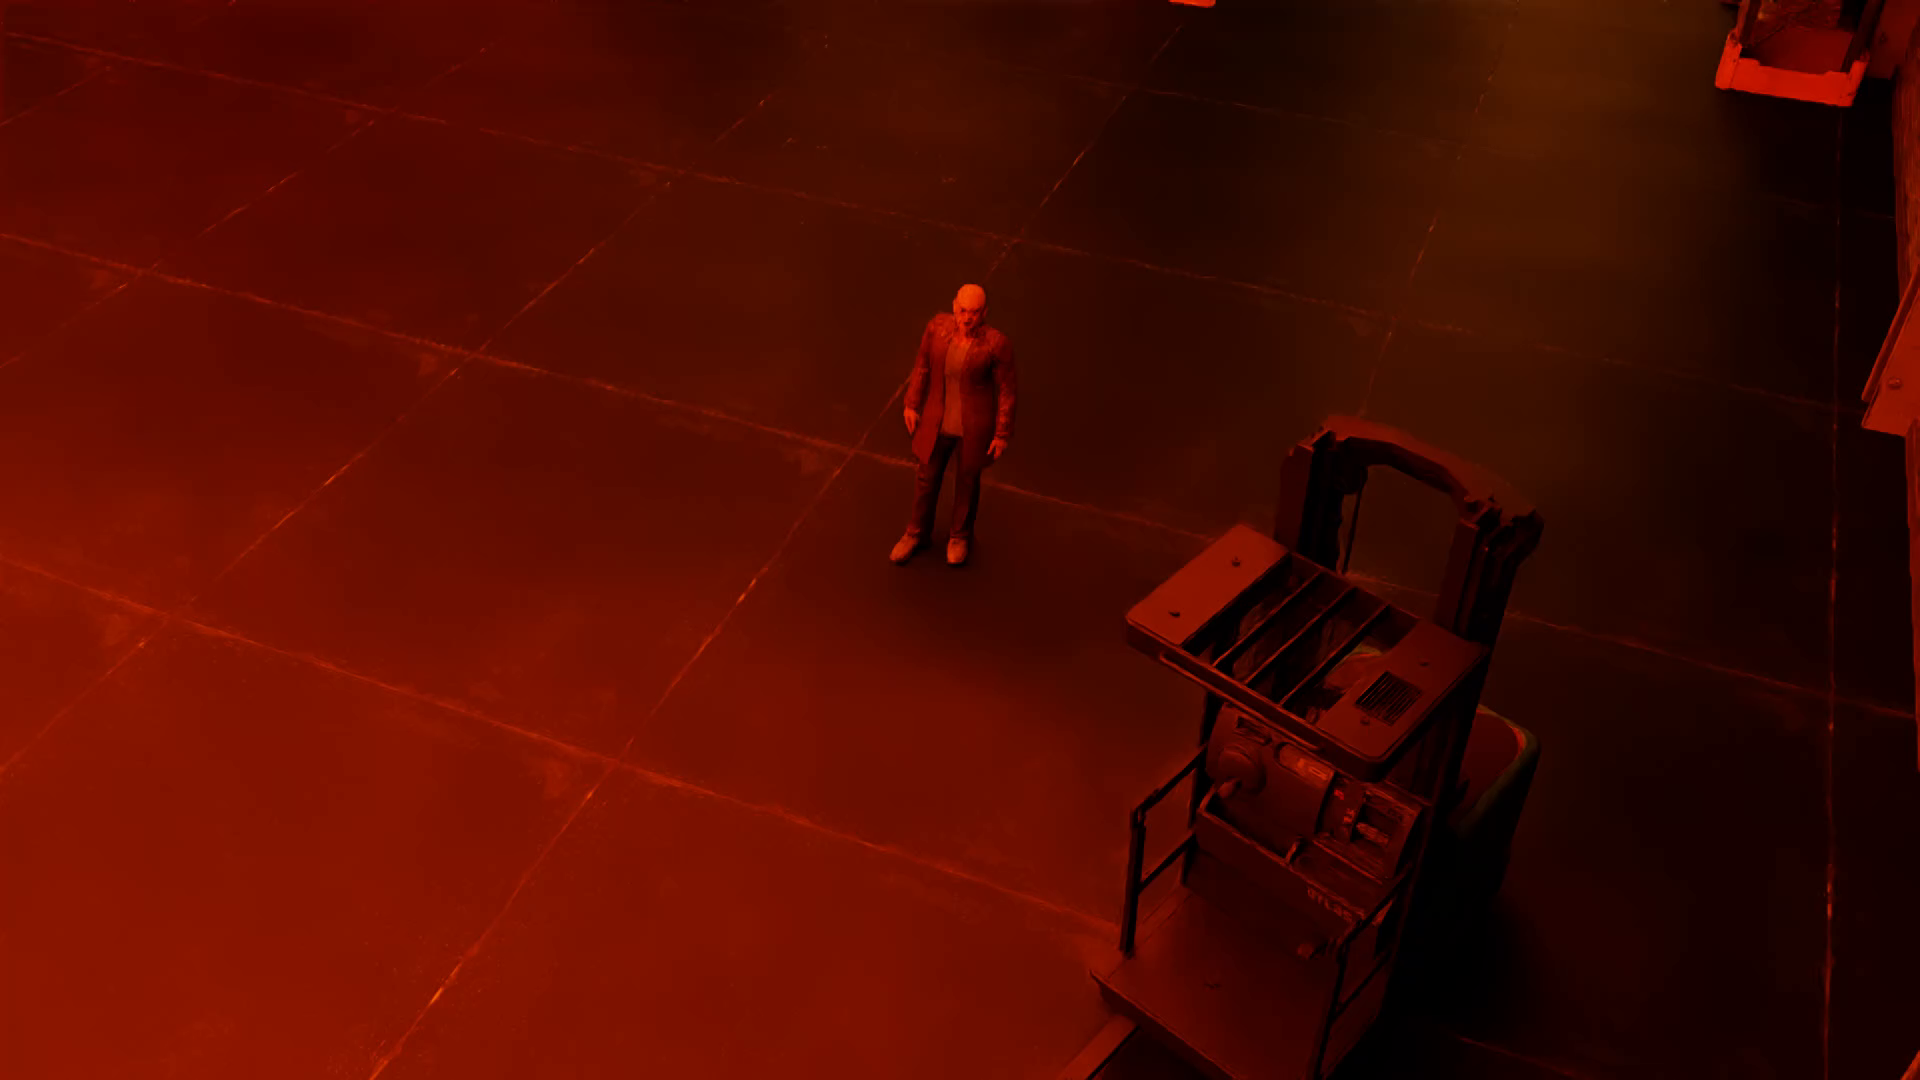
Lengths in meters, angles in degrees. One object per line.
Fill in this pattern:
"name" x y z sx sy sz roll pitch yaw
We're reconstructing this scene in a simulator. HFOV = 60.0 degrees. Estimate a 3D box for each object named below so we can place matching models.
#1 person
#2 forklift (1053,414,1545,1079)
"person" -0.039 -0.600 9.680 0.694 1.687 0.580 15 42 17
"forklift" 1.295 1.085 6.710 1.130 2.935 3.031 30 49 31
